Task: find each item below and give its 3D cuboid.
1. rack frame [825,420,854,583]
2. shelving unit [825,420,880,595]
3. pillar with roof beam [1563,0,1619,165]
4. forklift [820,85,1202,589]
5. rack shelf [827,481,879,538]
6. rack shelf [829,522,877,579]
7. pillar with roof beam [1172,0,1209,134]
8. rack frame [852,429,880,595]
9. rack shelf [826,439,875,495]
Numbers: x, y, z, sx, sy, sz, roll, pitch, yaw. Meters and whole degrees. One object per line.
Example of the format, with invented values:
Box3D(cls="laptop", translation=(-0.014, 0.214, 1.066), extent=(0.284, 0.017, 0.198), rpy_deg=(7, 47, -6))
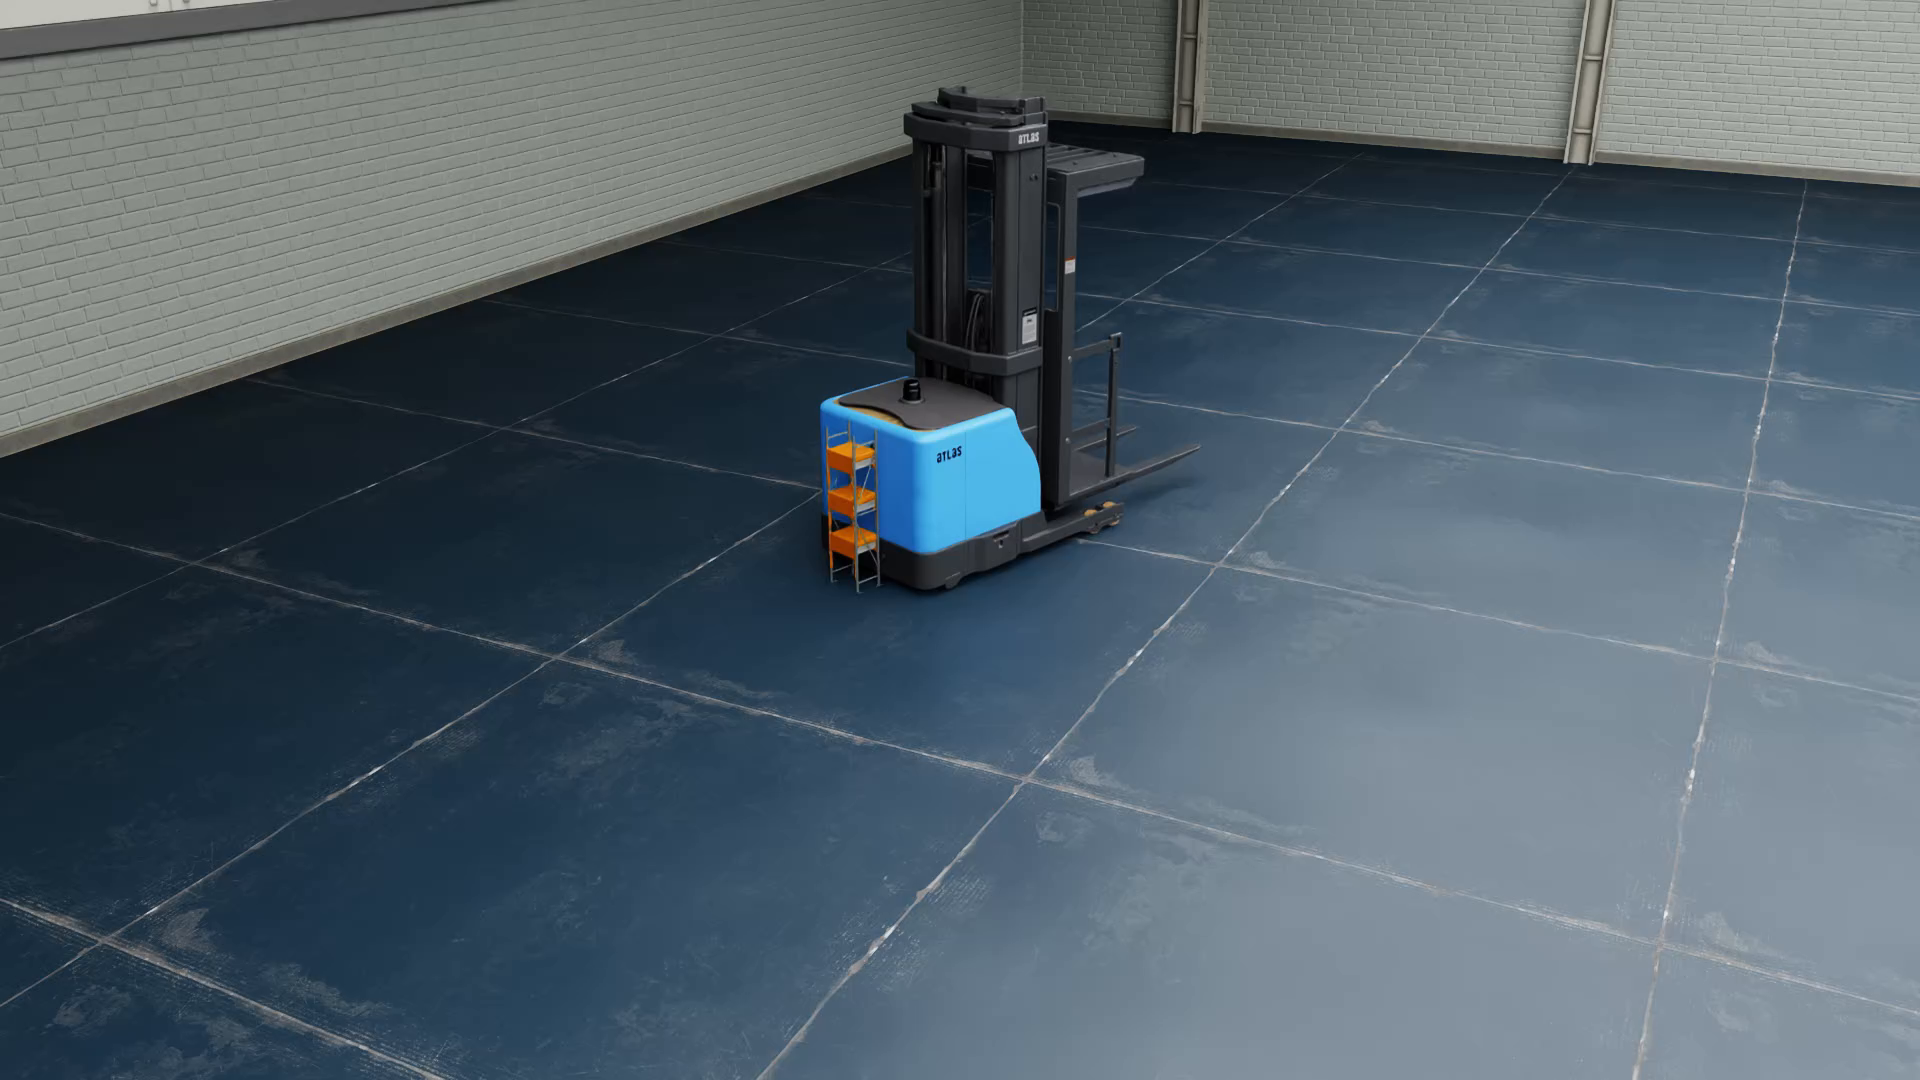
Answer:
Box3D(cls="rack frame", translation=(-0.754, -0.235, 10.462), extent=(0.008, 1.050, 0.200), rpy_deg=(21, 31, 40))
Box3D(cls="shelving unit", translation=(-0.667, -0.202, 10.383), extent=(0.252, 1.050, 0.215), rpy_deg=(21, 31, 40))
Box3D(cls="pillar with roof beam", translation=(7.046, -8.124, 18.853), extent=(0.400, 9.000, 9.100), rpy_deg=(11, 25, 25))
Box3D(cls="forklift", translation=(0.490, -1.520, 11.079), extent=(3.031, 2.935, 1.130), rpy_deg=(-21, 31, -40))
Box3D(cls="rack shelf", translation=(-0.667, -0.192, 10.387), extent=(0.240, 0.259, 0.215), rpy_deg=(21, 31, 40))
Box3D(cls="rack shelf", translation=(-0.667, 0.064, 10.496), extent=(0.240, 0.259, 0.215), rpy_deg=(21, 31, 40))
Box3D(cls="pillar with roof beam", translation=(1.691, -9.183, 21.345), extent=(0.400, 9.000, 9.100), rpy_deg=(11, 25, 25))
Box3D(cls="rack frame", translation=(-0.580, -0.168, 10.304), extent=(0.008, 1.050, 0.200), rpy_deg=(21, 31, 40))
Box3D(cls="rack shelf", translation=(-0.667, -0.453, 10.276), extent=(0.240, 0.259, 0.215), rpy_deg=(21, 31, 40))
